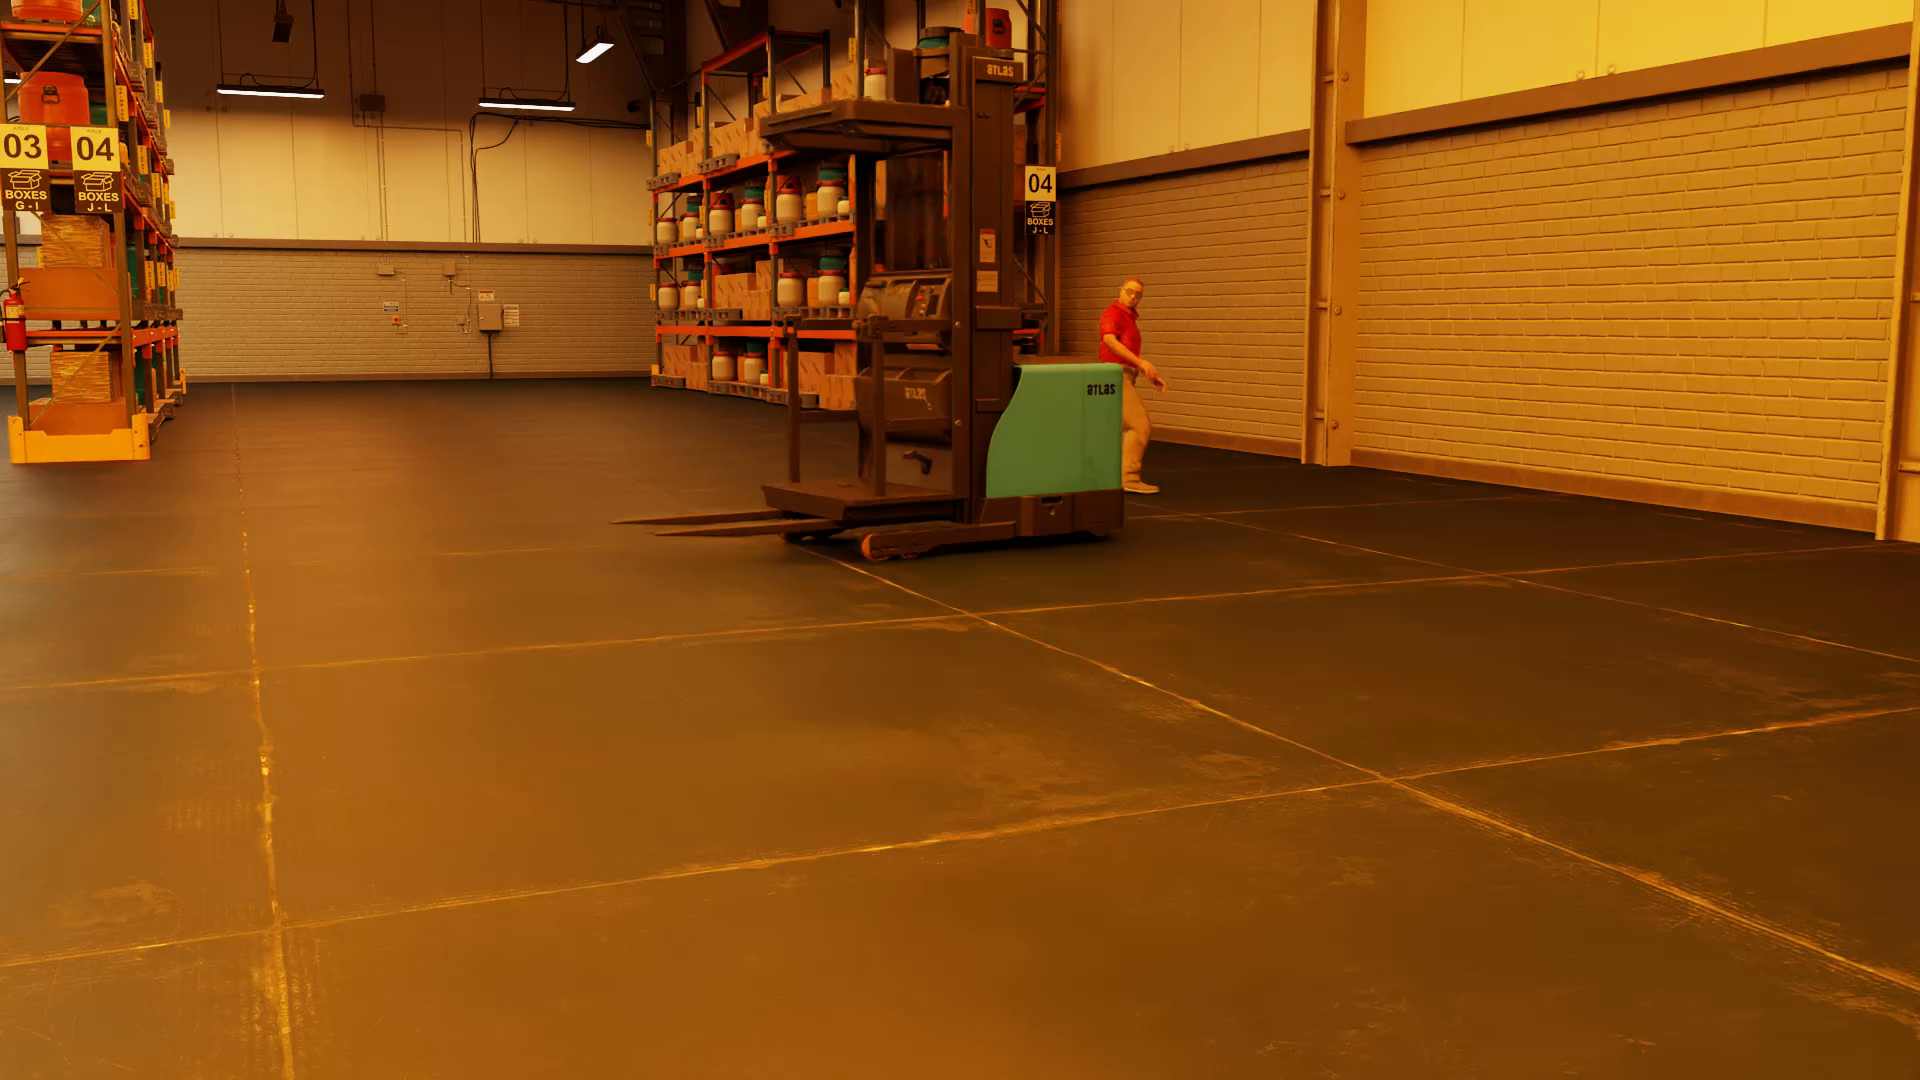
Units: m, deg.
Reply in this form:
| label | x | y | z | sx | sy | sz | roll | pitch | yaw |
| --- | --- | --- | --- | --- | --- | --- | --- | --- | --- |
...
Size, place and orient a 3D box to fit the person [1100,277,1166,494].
| label | x | y | z | sx | sy | sz | roll | pitch | yaw |
| --- | --- | --- | --- | --- | --- | --- | --- | --- | --- |
| person | 1.320 | -1.194 | 12.926 | 0.544 | 1.679 | 0.771 | 1 | 8 | 9 |

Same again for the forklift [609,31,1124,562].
| label | x | y | z | sx | sy | sz | roll | pitch | yaw |
| --- | --- | --- | --- | --- | --- | --- | --- | --- | --- |
| forklift | -0.504 | -1.407 | 9.615 | 3.031 | 2.935 | 1.130 | -5 | 9 | -34 |
